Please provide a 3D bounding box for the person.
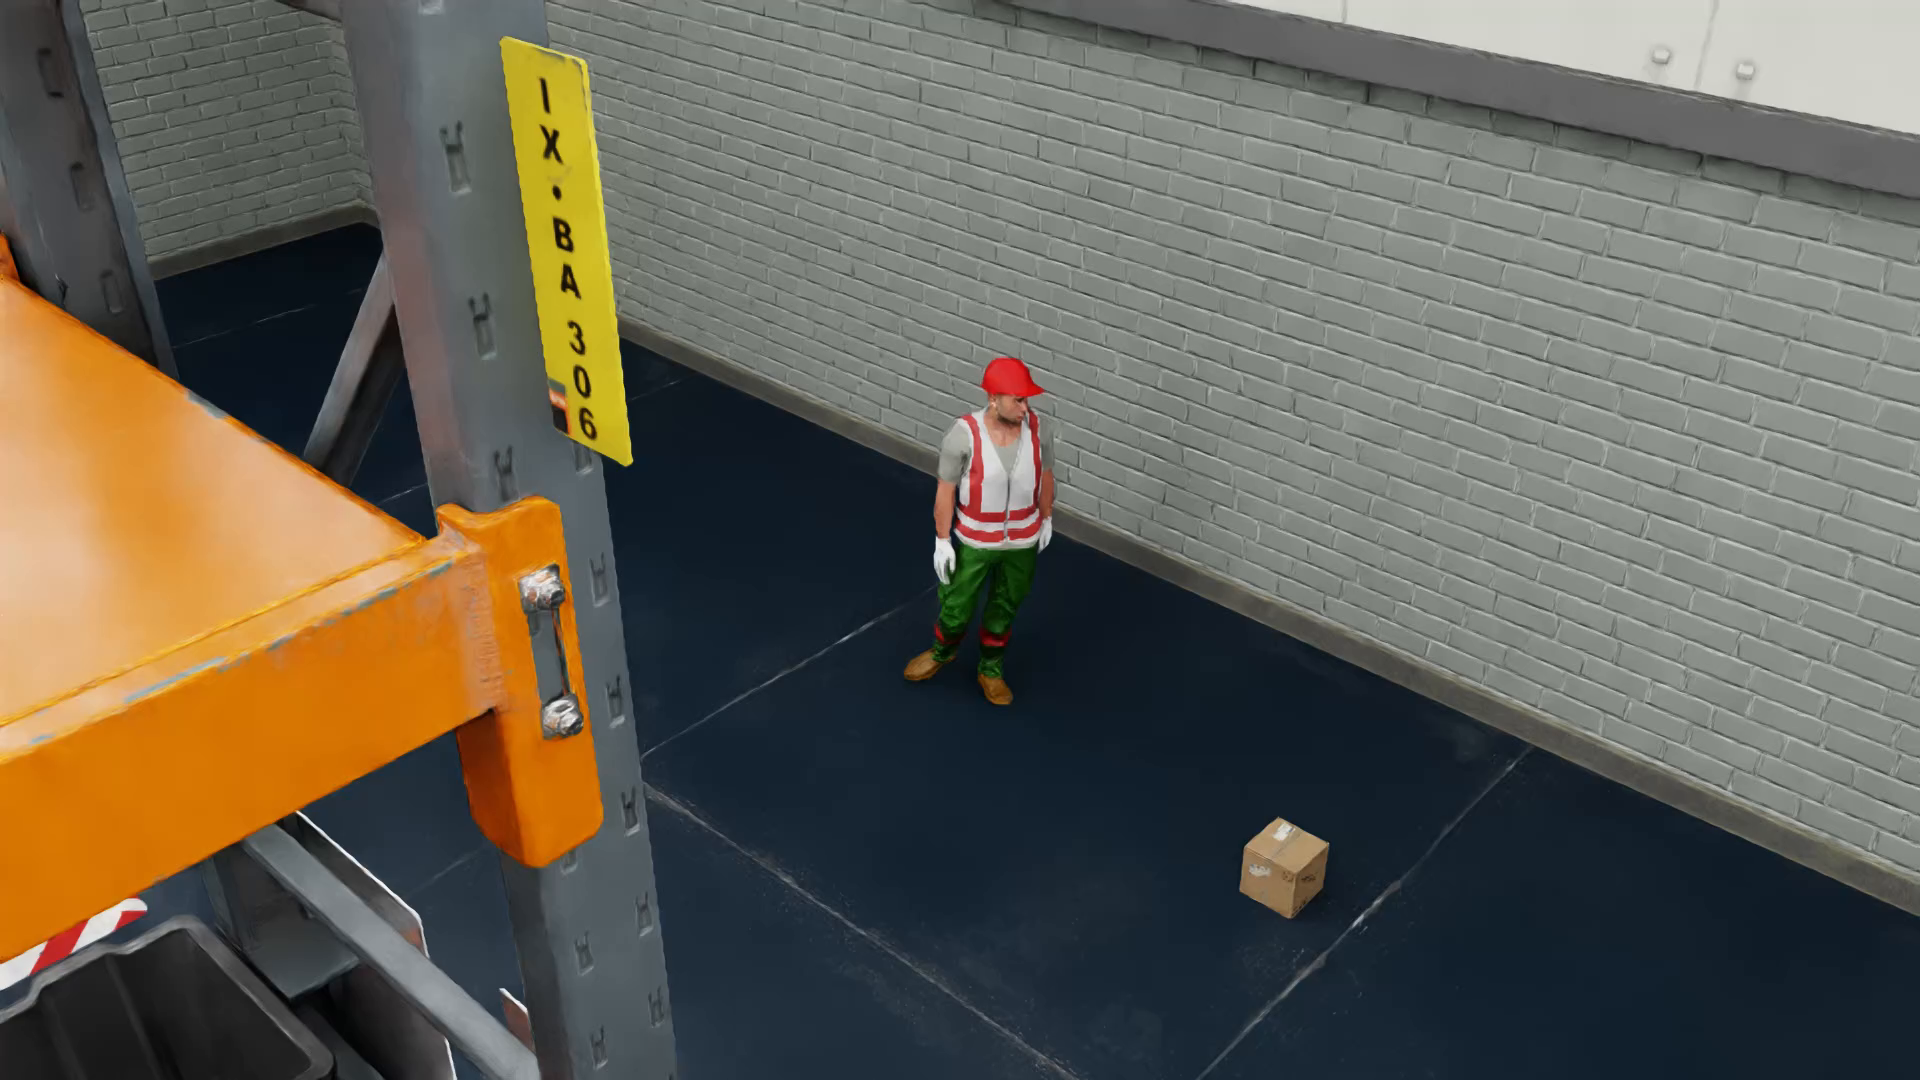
[{"bbox_3d":[0.096,-0.034,7.633,0.711,1.781,0.457,-7,32,-12],"label":"person"}]
